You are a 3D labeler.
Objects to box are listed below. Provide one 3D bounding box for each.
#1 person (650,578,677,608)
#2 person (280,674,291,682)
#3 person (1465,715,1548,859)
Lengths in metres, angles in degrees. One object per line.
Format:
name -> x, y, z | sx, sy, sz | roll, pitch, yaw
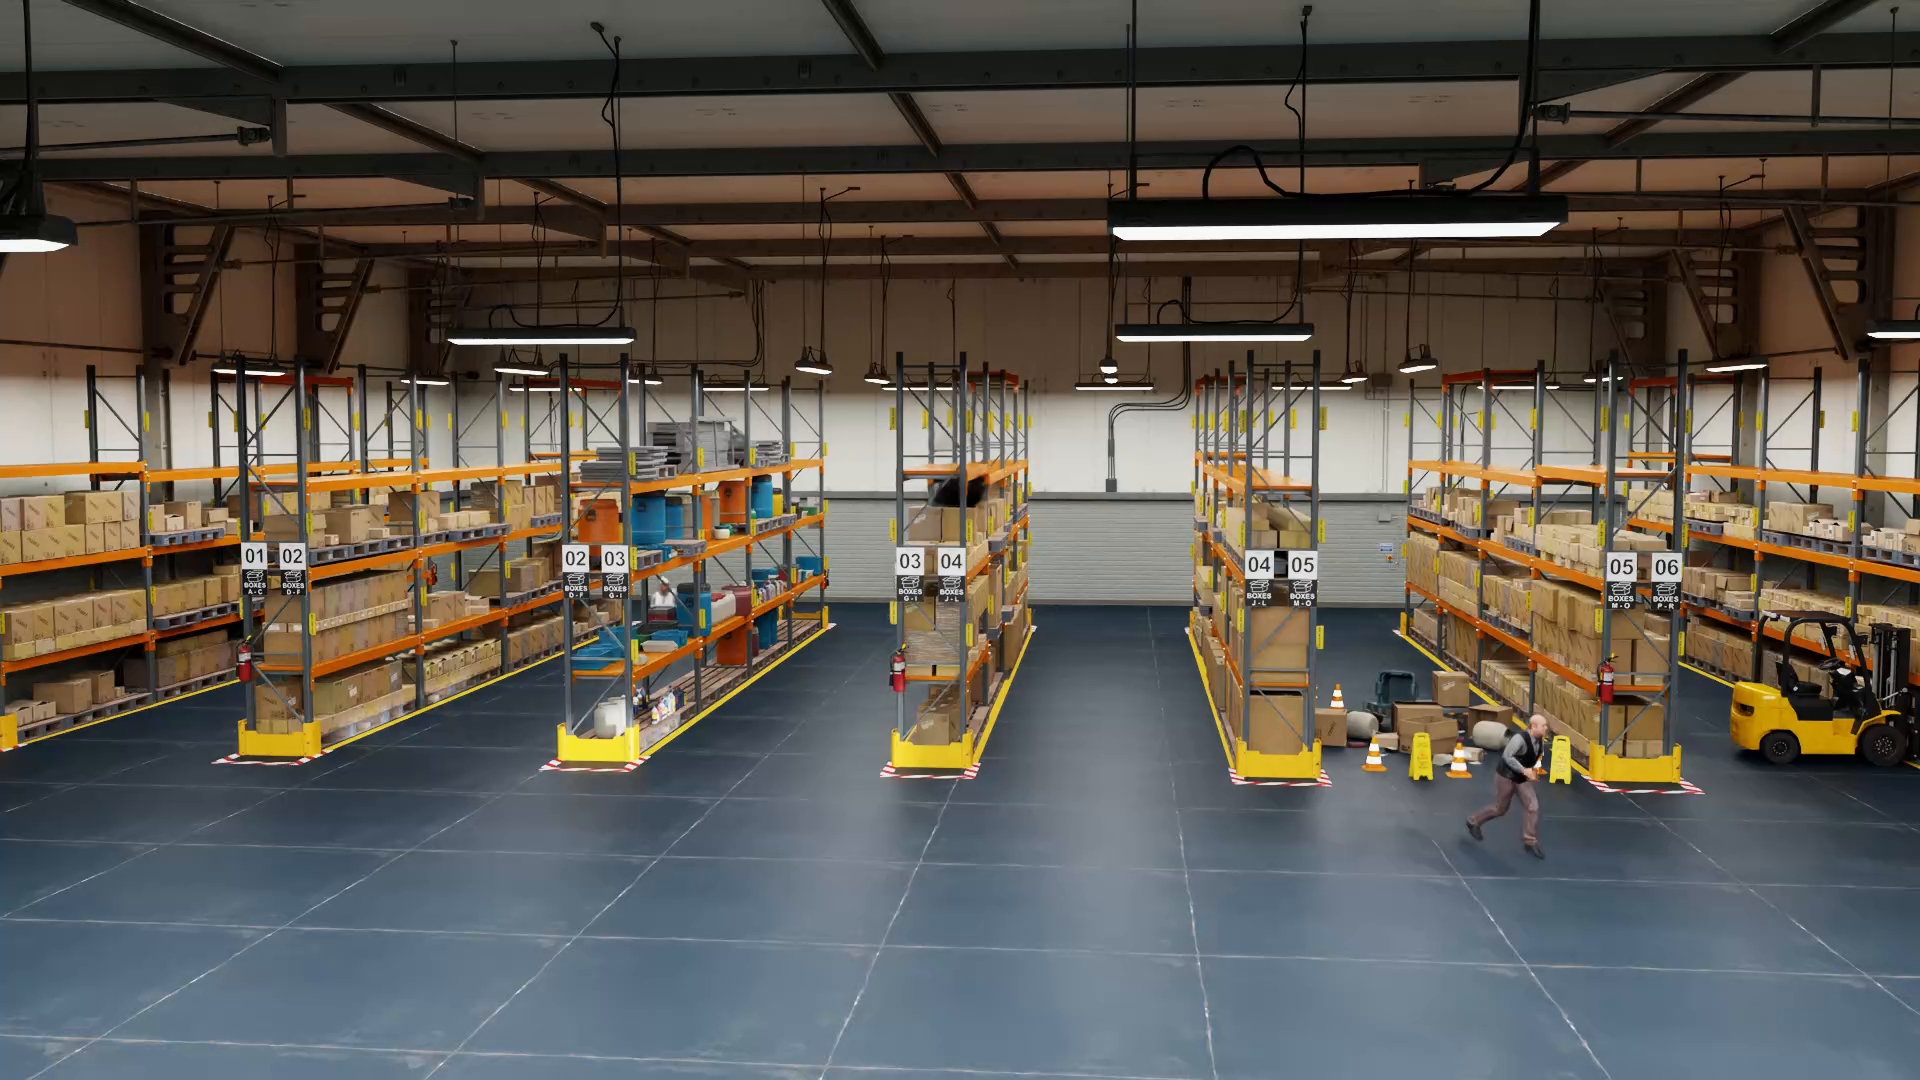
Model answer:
person -> -6.149, 1.660, 34.757 | 0.650, 1.753, 0.876 | 0, 4, 0
person -> -11.390, 2.058, 28.502 | 0.672, 1.731, 1.138 | 0, 4, 3
person -> 6.390, 2.822, 19.412 | 1.008, 1.680, 0.697 | 4, 6, 45
